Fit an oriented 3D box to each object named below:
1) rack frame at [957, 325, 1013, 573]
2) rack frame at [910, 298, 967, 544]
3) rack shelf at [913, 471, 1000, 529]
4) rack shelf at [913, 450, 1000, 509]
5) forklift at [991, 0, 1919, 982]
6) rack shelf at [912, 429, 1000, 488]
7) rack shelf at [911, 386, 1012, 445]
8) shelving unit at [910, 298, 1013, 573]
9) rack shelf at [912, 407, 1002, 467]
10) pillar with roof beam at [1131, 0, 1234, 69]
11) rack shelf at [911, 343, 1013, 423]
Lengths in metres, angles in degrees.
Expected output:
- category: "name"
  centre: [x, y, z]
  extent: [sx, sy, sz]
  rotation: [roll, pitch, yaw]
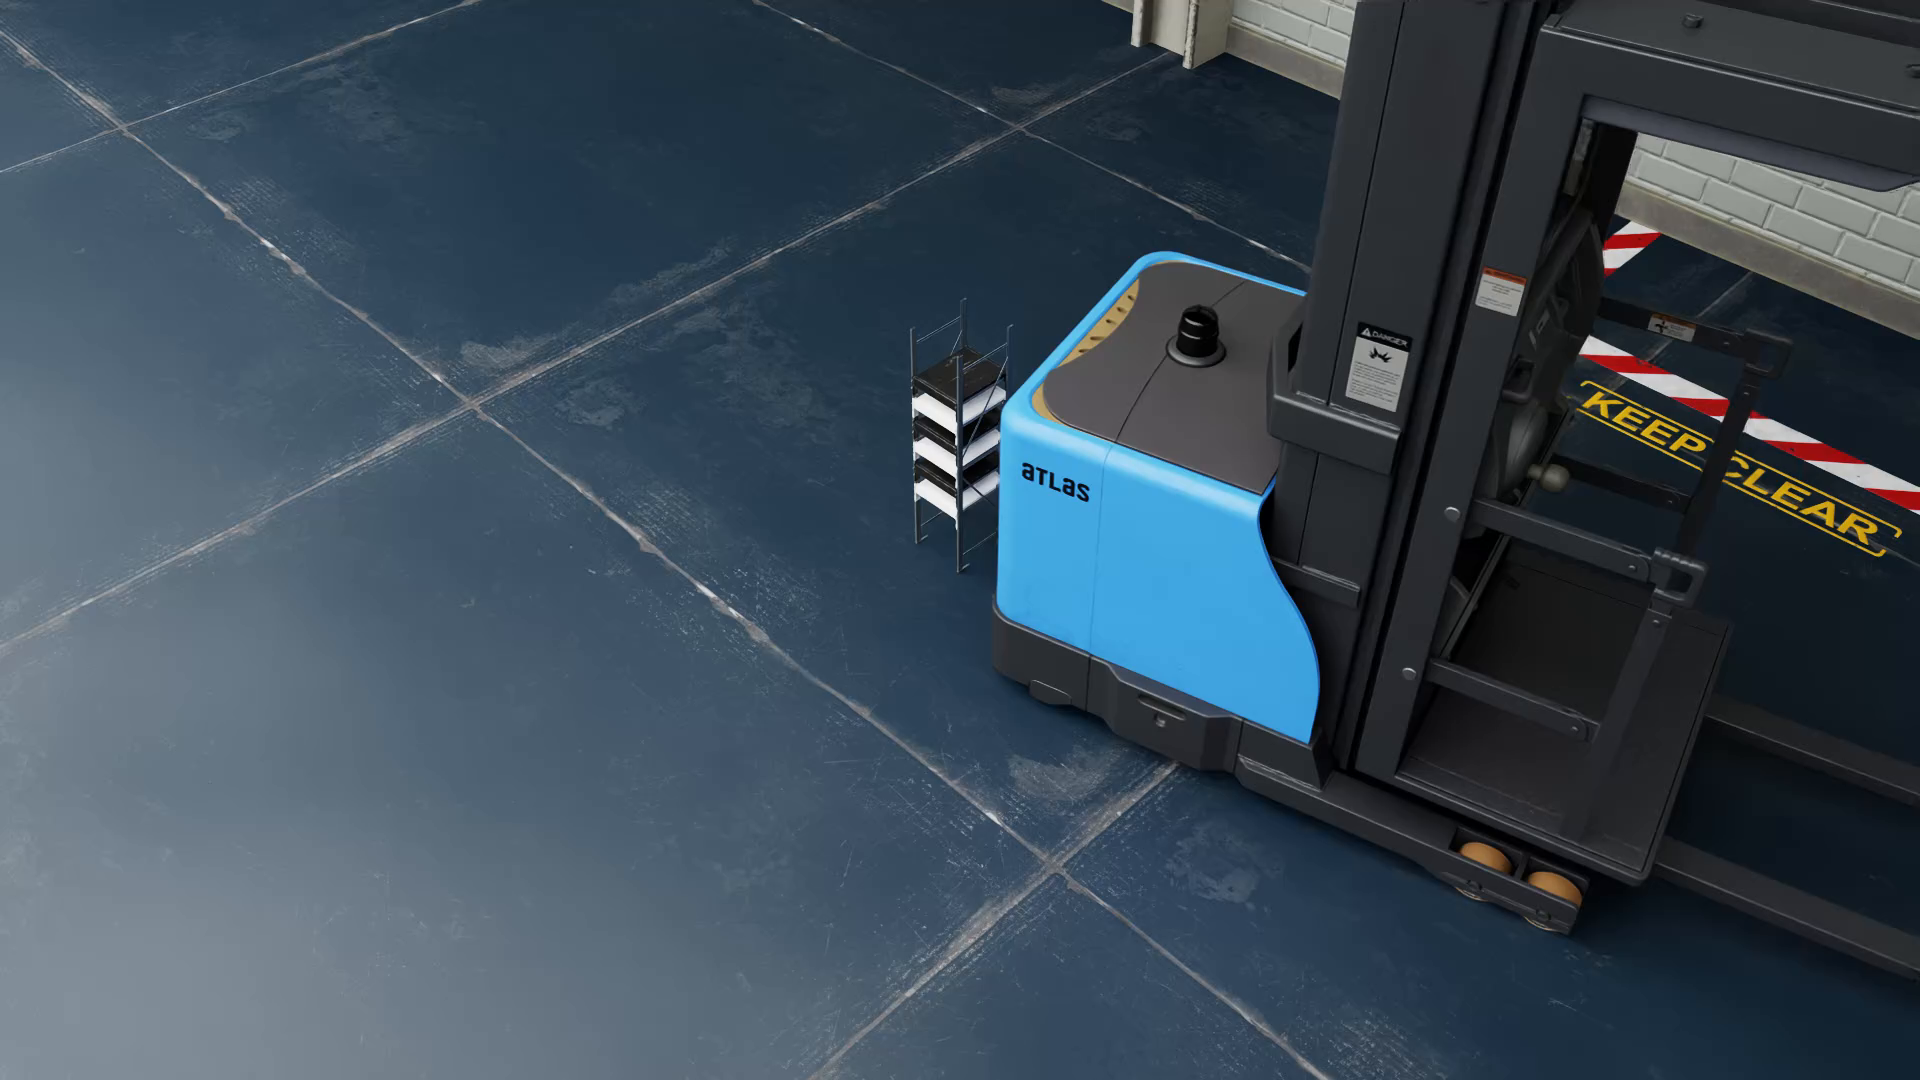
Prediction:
- category: "rack frame"
  centre: [0.078, -0.278, 5.388]
  extent: [0.240, 0.900, 0.006]
  rotation: [-34, 53, -31]
- category: "rack frame"
  centre: [-0.066, -0.375, 5.493]
  extent: [0.240, 0.900, 0.006]
  rotation: [-34, 53, -31]
- category: "rack shelf"
  centre: [0.006, -0.170, 5.585]
  extent: [0.258, 0.077, 0.200]
  rotation: [-34, 53, -31]
- category: "rack shelf"
  centre: [0.006, -0.236, 5.524]
  extent: [0.258, 0.077, 0.200]
  rotation: [-34, 53, -31]
- category: "forklift"
  centre: [1.629, -0.417, 4.041]
  extent: [3.031, 2.935, 1.130]
  rotation: [22, 47, 22]
- category: "rack shelf"
  centre: [0.006, -0.302, 5.463]
  extent: [0.258, 0.077, 0.200]
  rotation: [-34, 53, -31]
- category: "rack shelf"
  centre: [0.006, -0.434, 5.341]
  extent: [0.258, 0.077, 0.200]
  rotation: [-34, 53, -31]
- category: "shelving unit"
  centre: [0.006, -0.327, 5.440]
  extent: [0.258, 0.900, 0.210]
  rotation: [-34, 53, -31]
- category: "rack shelf"
  centre: [0.006, -0.368, 5.402]
  extent: [0.258, 0.077, 0.200]
  rotation: [-34, 53, -31]
- category: "pillar with roof beam"
  centre: [-1.929, -3.755, 3.183]
  extent: [9.100, 9.000, 0.400]
  rotation: [-34, 53, -31]
- category: "rack shelf"
  centre: [0.006, -0.500, 5.280]
  extent: [0.258, 0.077, 0.200]
  rotation: [-34, 53, -31]
